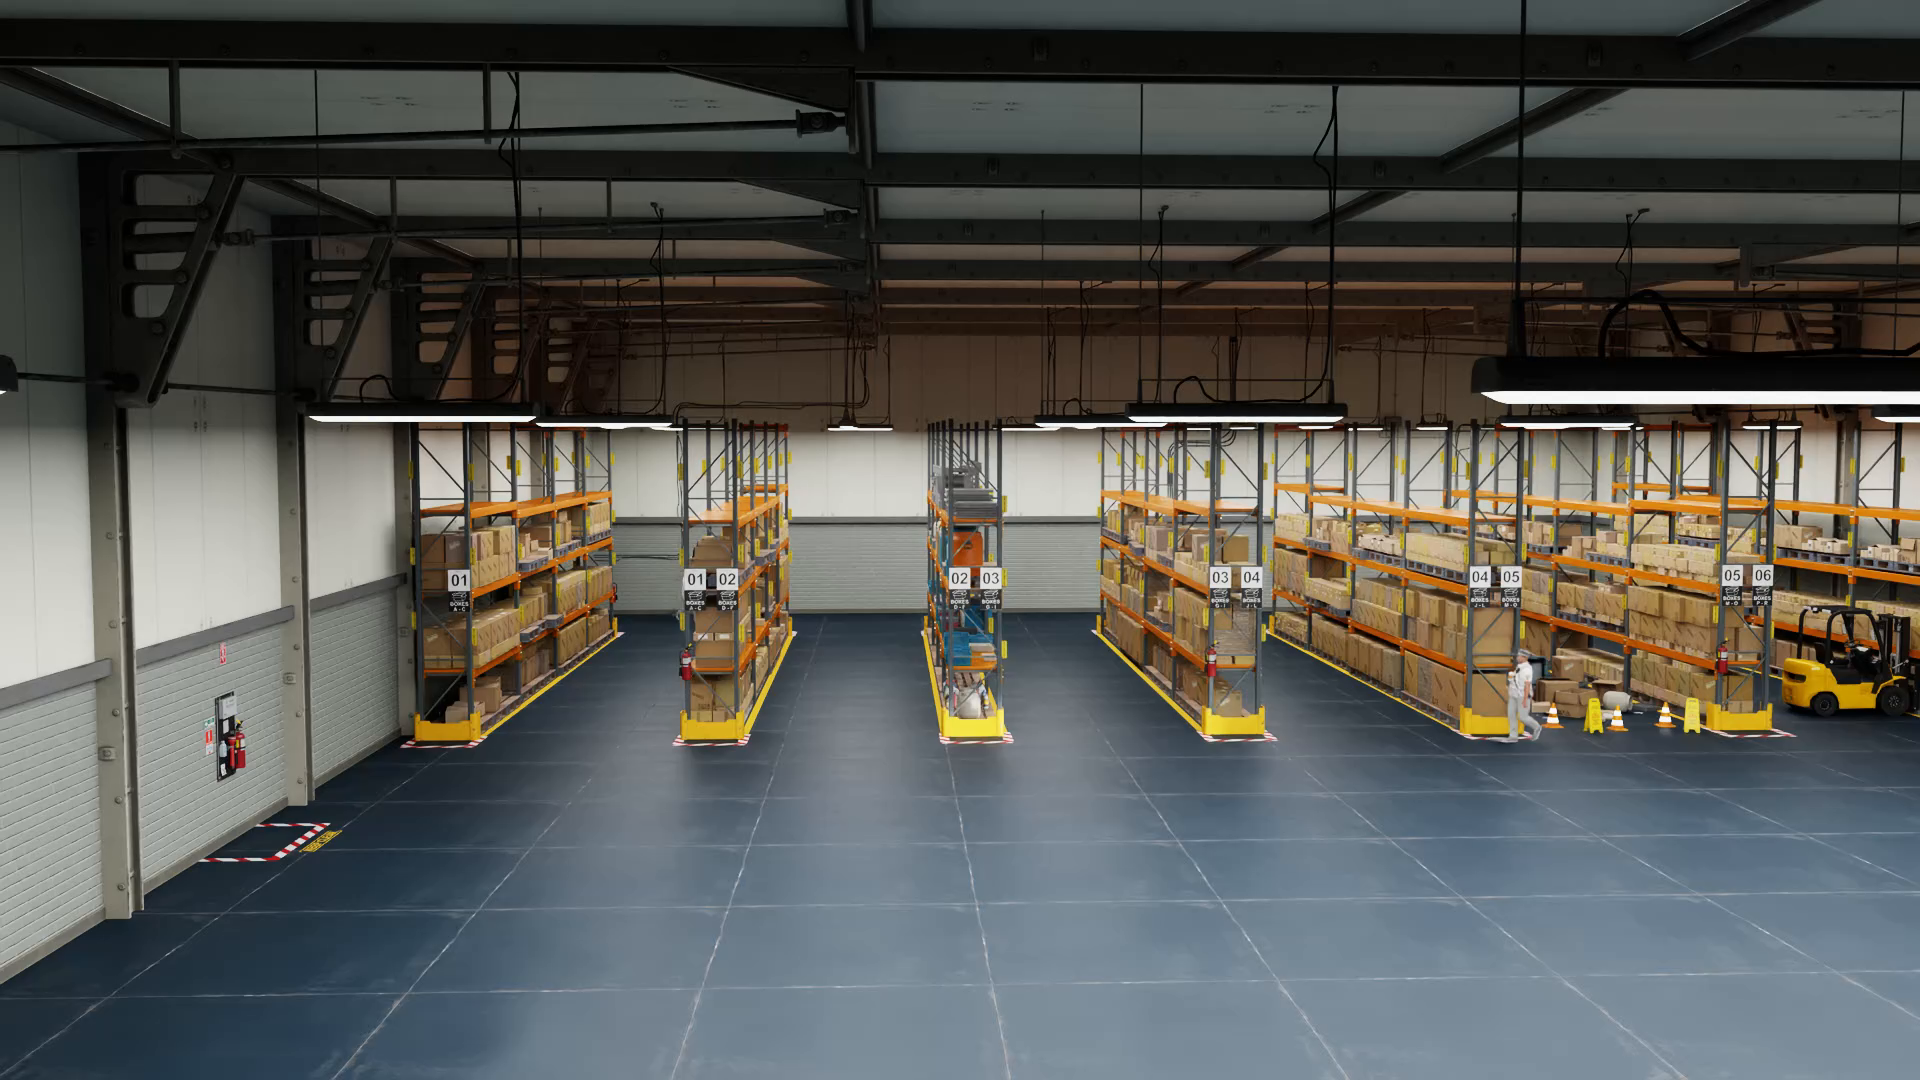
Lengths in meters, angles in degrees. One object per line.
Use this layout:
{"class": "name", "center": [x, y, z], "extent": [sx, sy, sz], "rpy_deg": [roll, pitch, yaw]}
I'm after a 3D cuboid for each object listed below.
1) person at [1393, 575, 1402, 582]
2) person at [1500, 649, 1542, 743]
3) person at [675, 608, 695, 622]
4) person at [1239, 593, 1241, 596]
{"class": "person", "center": [13.316, 1.597, 50.936], "extent": [0.512, 1.742, 0.532], "rpy_deg": [-2, 4, -25]}
{"class": "person", "center": [10.379, 2.871, 30.663], "extent": [0.692, 1.755, 0.529], "rpy_deg": [-2, 4, -27]}
{"class": "person", "center": [-8.177, 1.670, 50.286], "extent": [0.845, 1.637, 0.515], "rpy_deg": [1, 4, 17]}
{"class": "person", "center": [7.612, 2.013, 45.092], "extent": [0.436, 1.669, 0.557], "rpy_deg": [1, 4, 9]}
